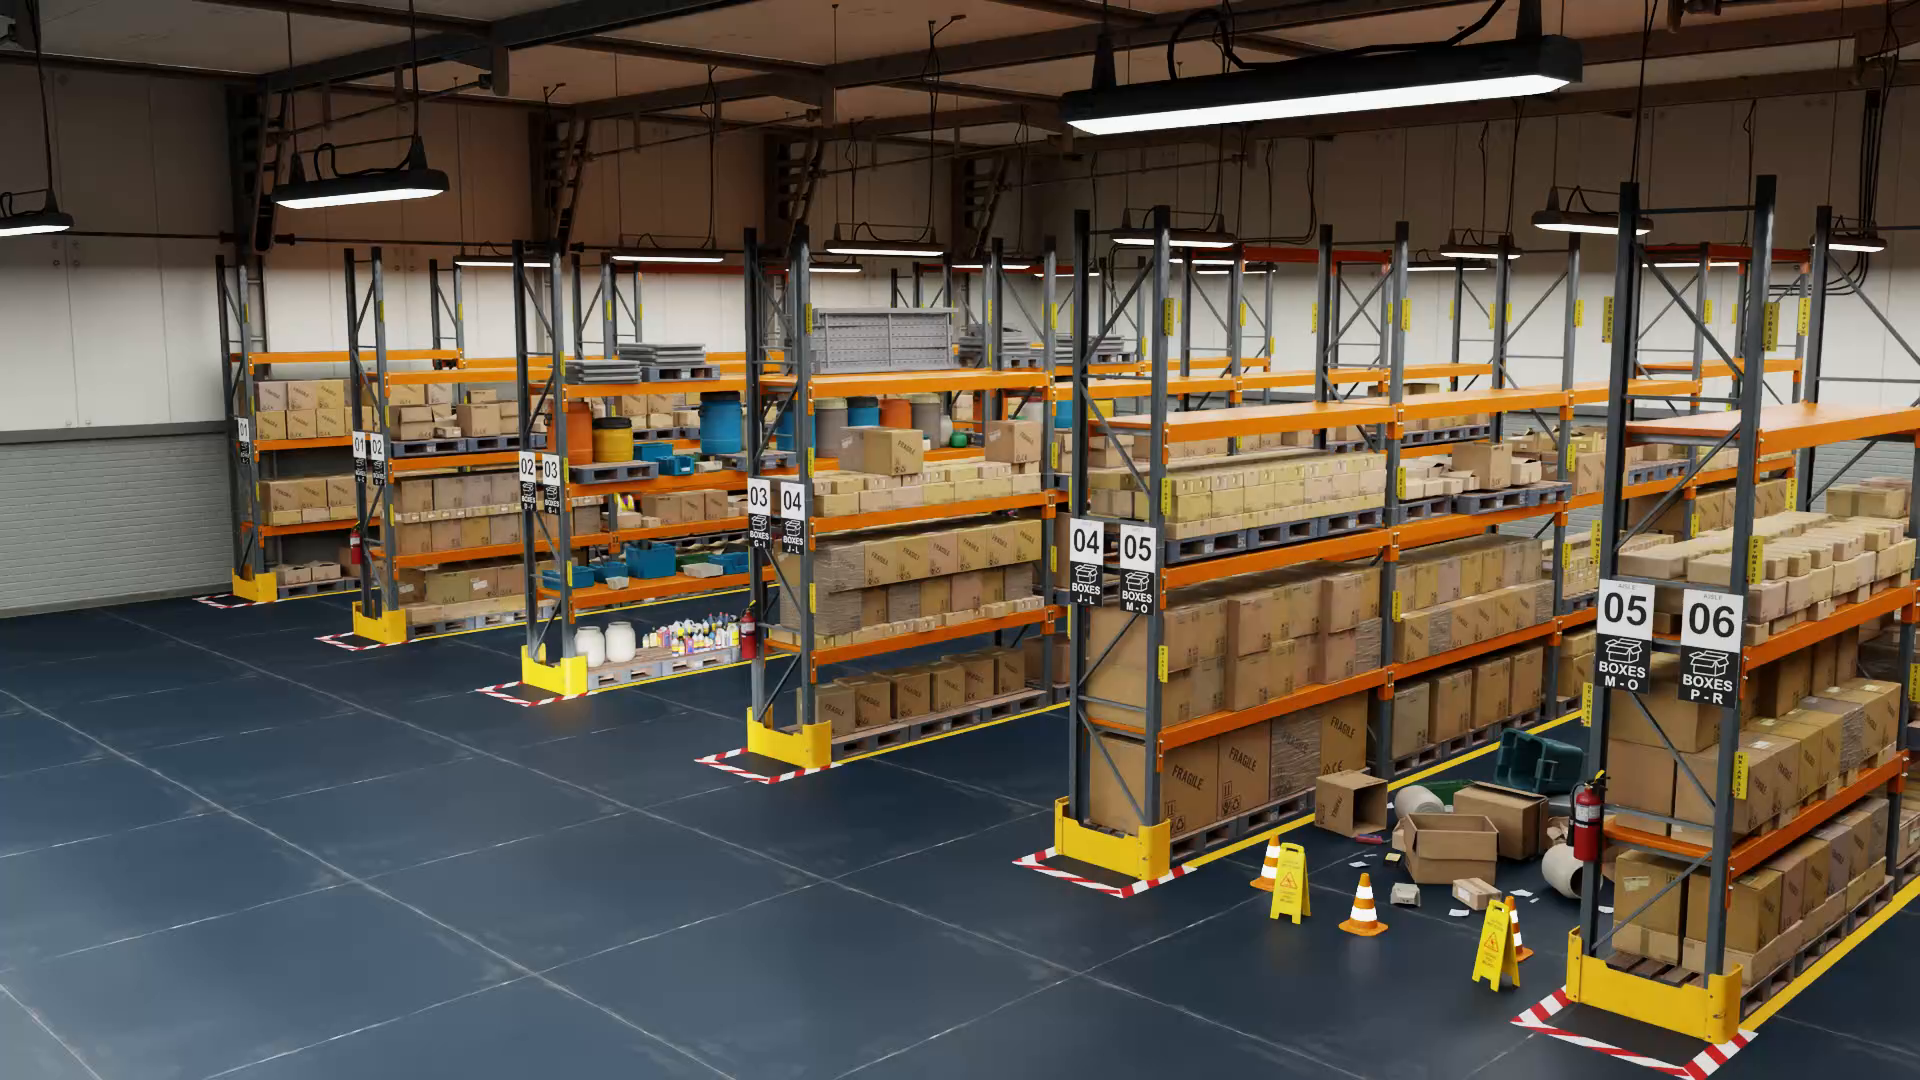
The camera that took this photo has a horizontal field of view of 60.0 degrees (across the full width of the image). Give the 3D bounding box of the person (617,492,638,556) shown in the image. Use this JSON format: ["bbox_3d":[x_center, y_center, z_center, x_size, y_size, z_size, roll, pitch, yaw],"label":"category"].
[{"bbox_3d":[-6.527,-0.272,32.318,0.619,1.778,0.433,-2,8,-16],"label":"person"}]
